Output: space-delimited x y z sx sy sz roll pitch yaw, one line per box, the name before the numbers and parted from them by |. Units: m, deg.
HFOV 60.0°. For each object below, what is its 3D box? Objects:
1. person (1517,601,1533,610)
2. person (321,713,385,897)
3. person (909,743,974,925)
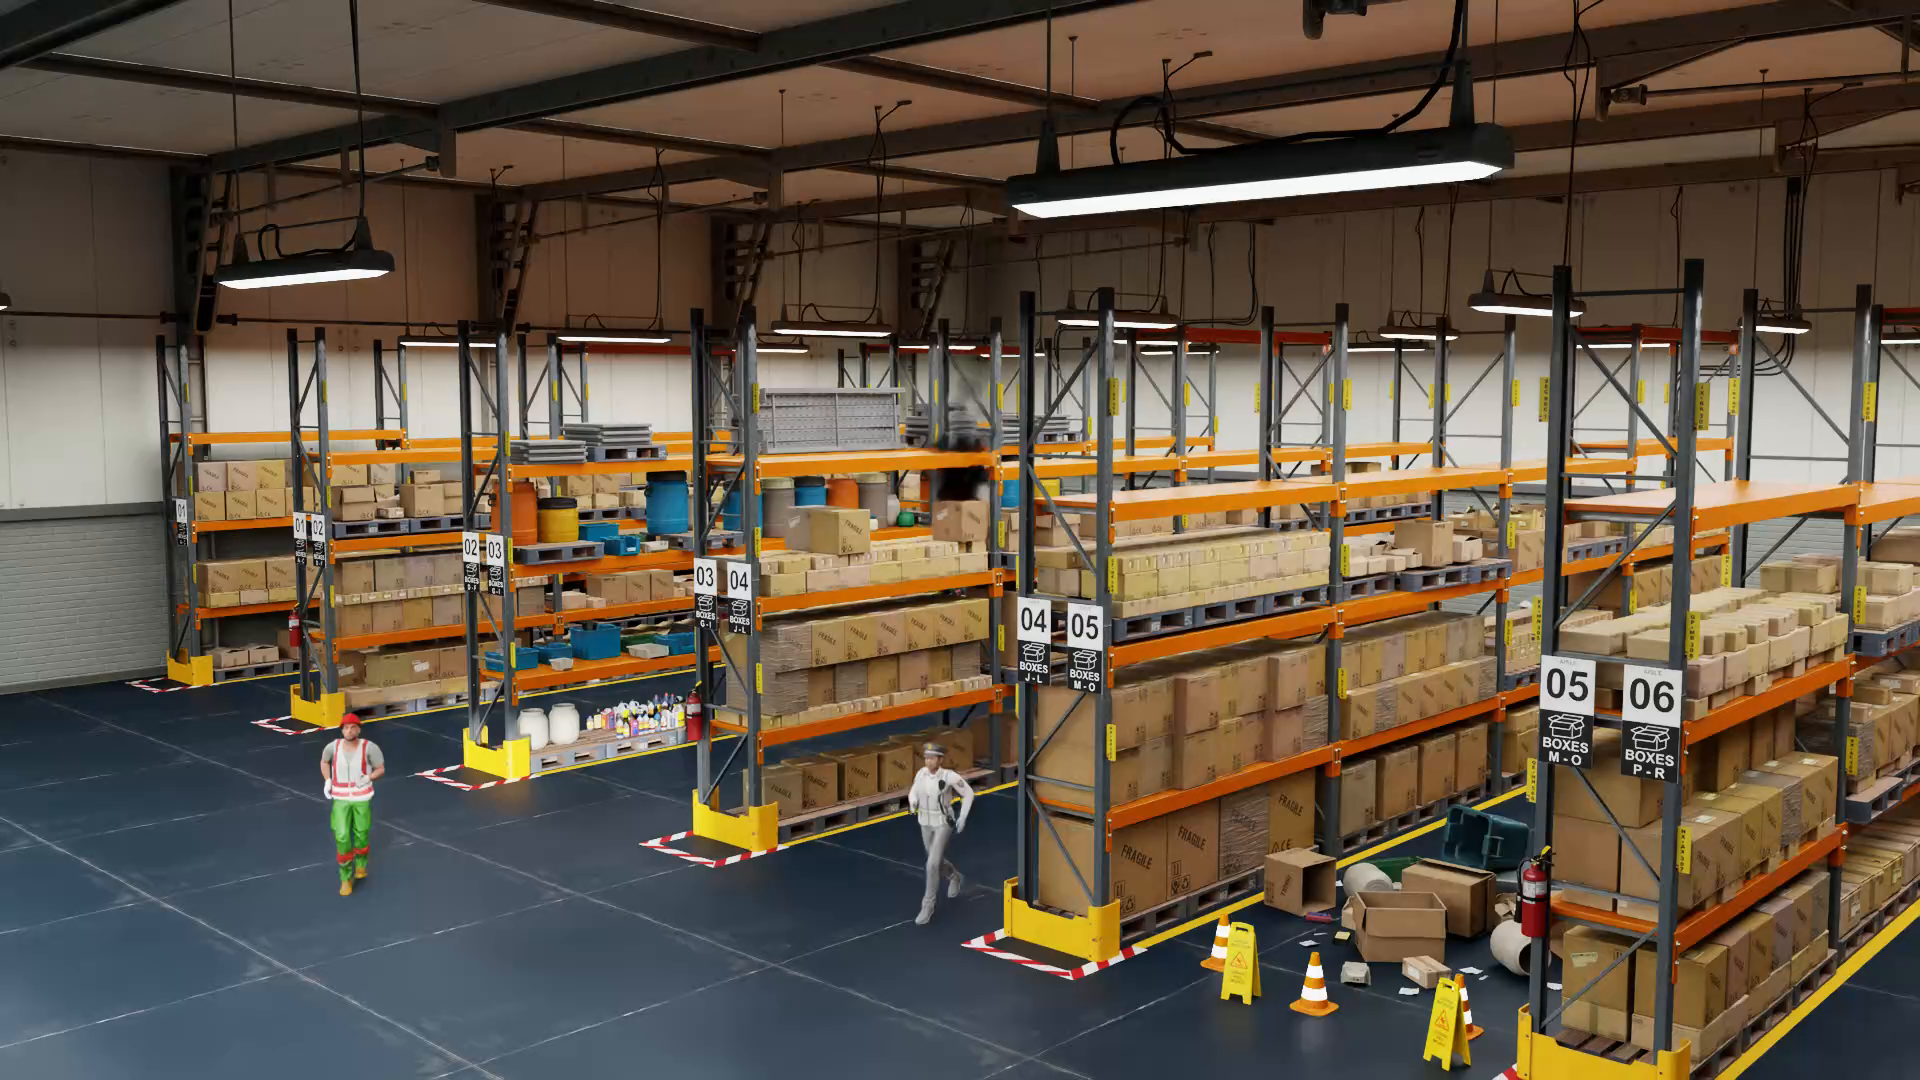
person | 9.030 1.823 26.535 0.643 1.721 0.698 -5 7 -41
person | -6.221 2.689 17.042 0.637 1.852 0.717 -1 6 -14
person | -0.216 2.803 16.261 0.651 1.704 0.896 4 6 33
